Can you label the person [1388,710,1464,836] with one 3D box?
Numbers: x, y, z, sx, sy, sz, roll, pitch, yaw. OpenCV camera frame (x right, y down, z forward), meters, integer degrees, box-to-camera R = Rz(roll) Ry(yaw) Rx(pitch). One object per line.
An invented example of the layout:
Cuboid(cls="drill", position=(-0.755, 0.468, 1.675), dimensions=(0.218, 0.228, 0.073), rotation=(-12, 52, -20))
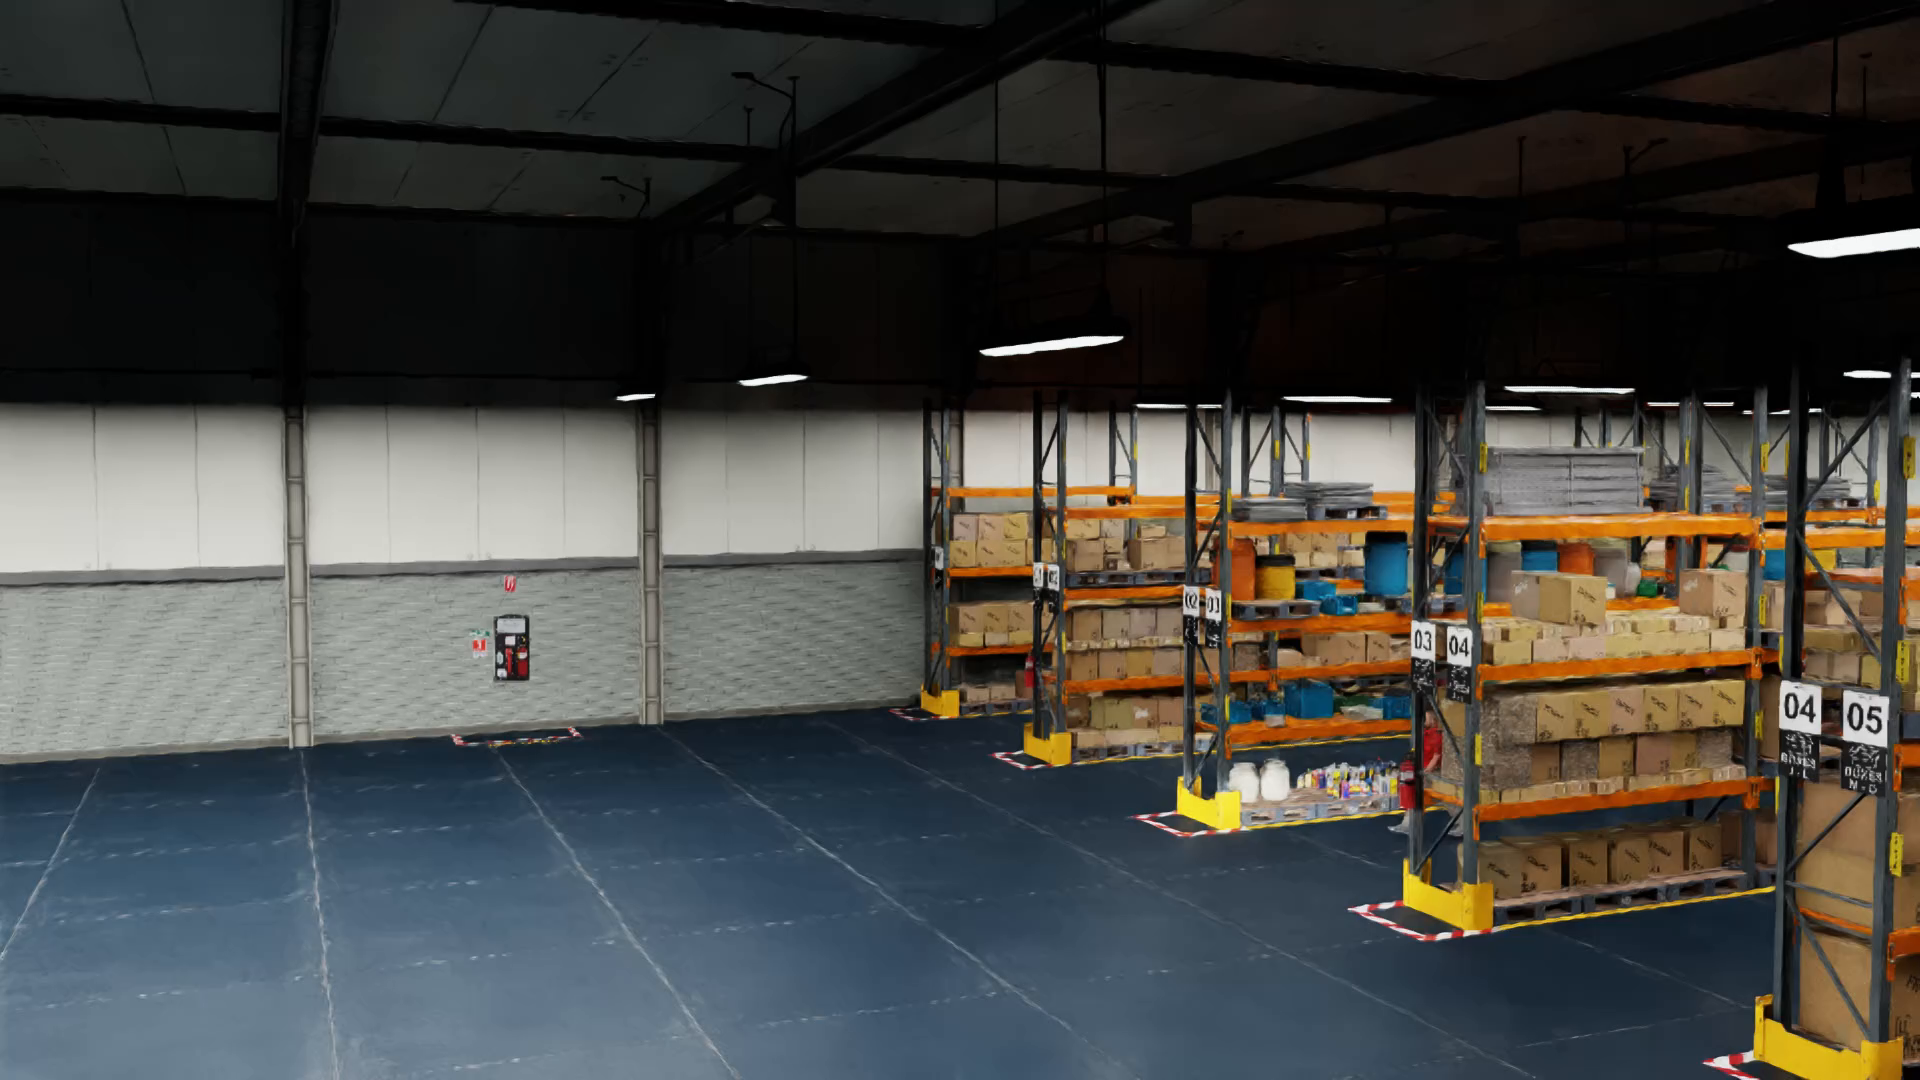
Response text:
Cuboid(cls="person", position=(6.150, 3.040, 21.703), dimensions=(1.040, 1.658, 0.533), rotation=(-1, 3, -14))
